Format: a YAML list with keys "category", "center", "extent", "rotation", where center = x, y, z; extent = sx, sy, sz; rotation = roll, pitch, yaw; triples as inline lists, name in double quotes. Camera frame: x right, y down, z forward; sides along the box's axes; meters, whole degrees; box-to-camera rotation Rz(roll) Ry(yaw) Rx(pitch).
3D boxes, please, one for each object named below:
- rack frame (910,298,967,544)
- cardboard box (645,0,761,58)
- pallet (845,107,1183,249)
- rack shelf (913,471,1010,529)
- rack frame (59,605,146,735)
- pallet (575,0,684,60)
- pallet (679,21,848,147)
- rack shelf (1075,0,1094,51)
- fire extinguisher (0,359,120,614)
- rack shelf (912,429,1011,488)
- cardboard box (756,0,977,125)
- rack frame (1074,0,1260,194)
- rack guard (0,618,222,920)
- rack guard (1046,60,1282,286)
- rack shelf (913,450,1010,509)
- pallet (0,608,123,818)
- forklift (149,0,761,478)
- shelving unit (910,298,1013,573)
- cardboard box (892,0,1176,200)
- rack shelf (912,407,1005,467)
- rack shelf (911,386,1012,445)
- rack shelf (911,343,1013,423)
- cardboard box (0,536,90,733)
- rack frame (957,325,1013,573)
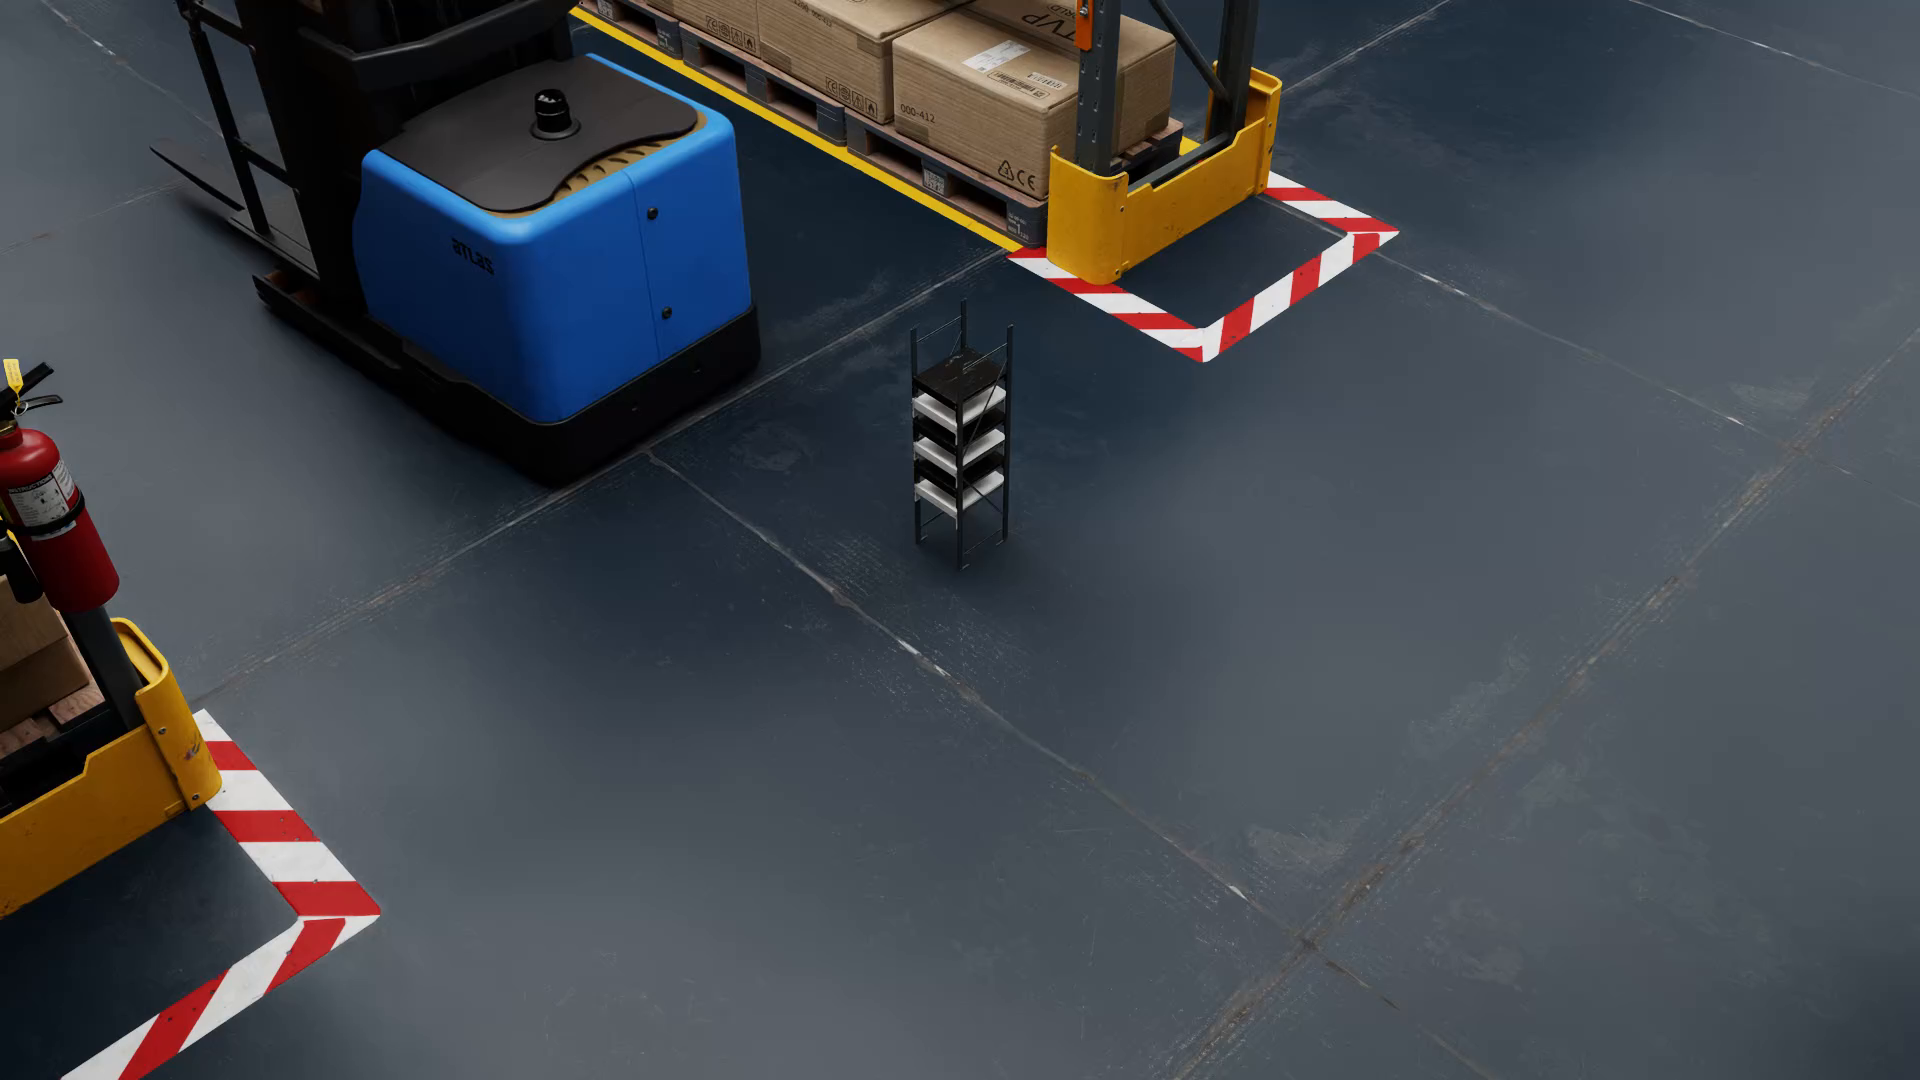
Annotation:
- category: "rack frame"
  center: [-0.066, -0.375, 5.493]
  extent: [0.240, 0.900, 0.006]
  rotation: [-34, 53, -31]
- category: "cardboard box"
  center: [-0.968, -2.864, 8.217]
  extent: [0.875, 0.438, 0.875]
  rotation: [33, 52, 30]
- category: "pallet"
  center: [0.237, -1.834, 7.579]
  extent: [1.003, 0.211, 1.213]
  rotation: [-34, 53, -31]
- category: "rack shelf"
  center: [0.006, -0.170, 5.585]
  extent: [0.258, 0.077, 0.200]
  rotation: [-34, 53, -31]
- category: "rack frame"
  center: [-2.655, -0.131, 3.681]
  extent: [1.000, 3.000, 0.127]
  rotation: [-34, 53, -31]
- category: "pallet"
  center: [-1.486, -3.007, 8.848]
  extent: [1.003, 0.211, 1.213]
  rotation: [-34, 53, -31]
- category: "pallet"
  center: [-0.620, -2.420, 8.214]
  extent: [1.003, 0.211, 1.213]
  rotation: [-34, 53, -31]
- category: "rack shelf"
  center: [-0.555, -3.208, 7.542]
  extent: [1.077, 0.370, 4.000]
  rotation: [-34, 53, -31]
- category: "fire extinguisher"
  center: [-2.224, -0.116, 3.997]
  extent: [0.296, 0.674, 0.183]
  rotation: [-34, 53, -31]
- category: "rack shelf"
  center: [0.006, -0.302, 5.463]
  extent: [0.258, 0.077, 0.200]
  rotation: [-34, 53, -31]
- category: "cardboard box"
  center: [-0.332, -2.430, 7.748]
  extent: [0.875, 0.438, 0.875]
  rotation: [-33, 52, -30]
- category: "rack frame"
  center: [0.857, -2.512, 6.258]
  extent: [1.000, 3.000, 0.127]
  rotation: [-34, 53, -31]
- category: "rack guard"
  center: [-2.708, 0.751, 4.569]
  extent: [1.175, 0.500, 0.348]
  rotation: [-34, 53, -31]
- category: "rack guard"
  center: [0.874, -1.582, 7.094]
  extent: [1.175, 0.500, 0.348]
  rotation: [-34, 53, -31]
- category: "rack shelf"
  center: [0.006, -0.236, 5.524]
  extent: [0.258, 0.077, 0.200]
  rotation: [-34, 53, -31]
- category: "pallet"
  center: [-3.272, 0.474, 5.081]
  extent: [1.003, 0.211, 1.213]
  rotation: [-34, 53, -31]
- category: "forklift"
  center: [-2.210, -2.156, 5.924]
  extent: [3.031, 2.935, 1.130]
  rotation: [31, 51, 29]
- category: "shelving unit"
  center: [0.006, -0.327, 5.440]
  extent: [0.258, 0.900, 0.210]
  rotation: [-34, 53, -31]
- category: "cardboard box"
  center: [0.320, -1.994, 7.276]
  extent: [0.875, 0.438, 0.875]
  rotation: [32, 52, 30]
- category: "rack shelf"
  center: [0.006, -0.368, 5.402]
  extent: [0.258, 0.077, 0.200]
  rotation: [-34, 53, -31]
- category: "rack shelf"
  center: [0.006, -0.434, 5.341]
  extent: [0.258, 0.077, 0.200]
  rotation: [-34, 53, -31]
- category: "rack shelf"
  center: [0.006, -0.500, 5.280]
  extent: [0.258, 0.077, 0.200]
  rotation: [-34, 53, -31]
- category: "cardboard box"
  center: [-3.020, 0.292, 4.753]
  extent: [0.637, 0.503, 0.797]
  rotation: [32, 52, 30]
- category: "rack frame"
  center: [0.078, -0.278, 5.388]
  extent: [0.240, 0.900, 0.006]
  rotation: [-34, 53, -31]
